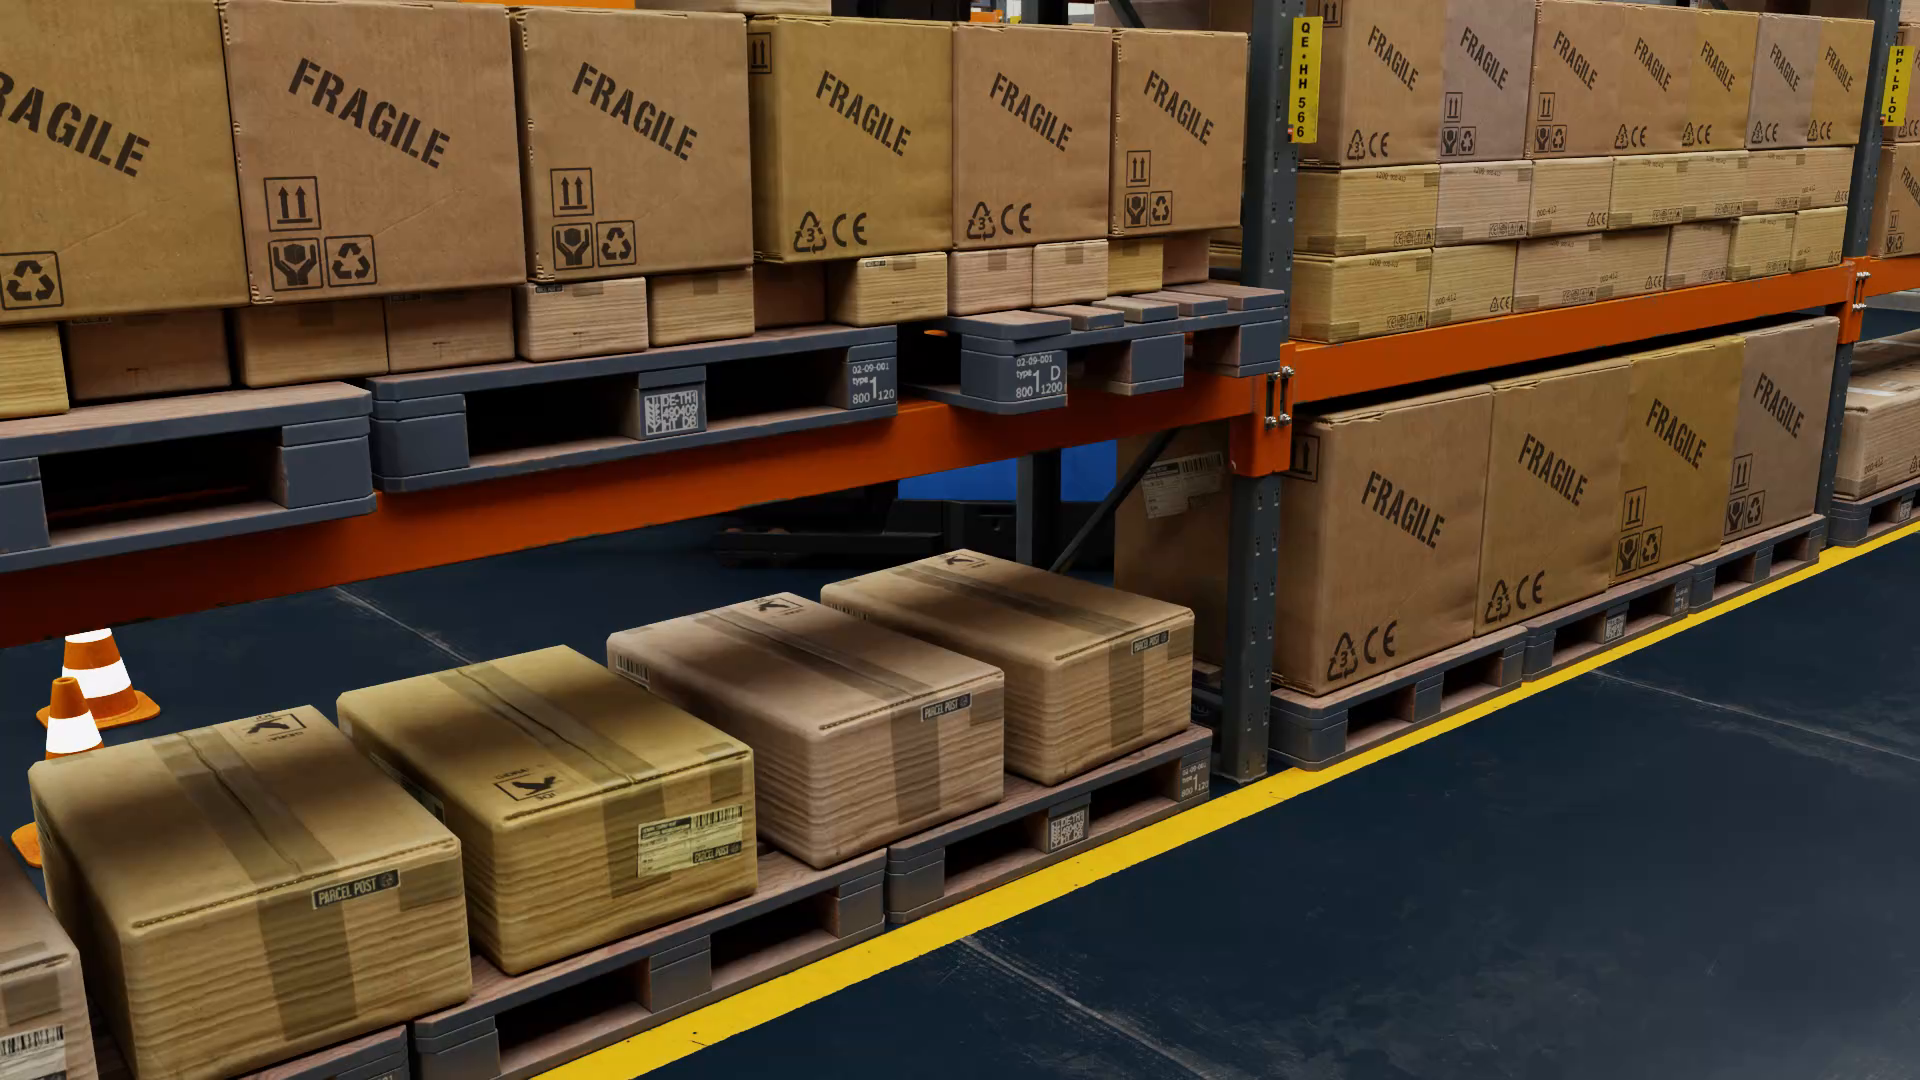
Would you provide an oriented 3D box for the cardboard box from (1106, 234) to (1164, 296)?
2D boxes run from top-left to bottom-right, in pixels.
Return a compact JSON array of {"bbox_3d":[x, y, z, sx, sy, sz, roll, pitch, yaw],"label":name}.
[{"bbox_3d":[0.312,-0.736,4.367,0.250,0.149,0.380,-12,19,-39],"label":"cardboard box"}]

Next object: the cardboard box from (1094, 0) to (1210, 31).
[{"bbox_3d":[0.778,-1.486,5.368,0.500,0.500,0.500,-13,20,-41],"label":"cardboard box"}]

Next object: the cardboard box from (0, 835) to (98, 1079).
[{"bbox_3d":[-2.064,0.839,3.074,0.625,0.372,0.950,-12,19,-39],"label":"cardboard box"}]

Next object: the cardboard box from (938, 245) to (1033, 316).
[{"bbox_3d":[-0.044,-0.644,4.021,0.250,0.149,0.380,-14,20,-42],"label":"cardboard box"}]

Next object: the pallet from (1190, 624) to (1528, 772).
[{"bbox_3d":[1.203,0.413,5.796,1.213,0.211,1.003,-13,19,-39],"label":"pallet"}]

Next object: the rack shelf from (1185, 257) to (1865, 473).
[{"bbox_3d":[2.068,-0.807,6.352,4.000,0.370,1.077,-13,19,-39],"label":"rack shelf"}]

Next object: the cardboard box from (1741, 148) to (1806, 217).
[{"bbox_3d":[3.032,-1.454,6.703,0.500,0.250,0.500,-12,19,-38],"label":"cardboard box"}]

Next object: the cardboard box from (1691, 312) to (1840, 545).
[{"bbox_3d":[3.162,-0.549,7.296,0.875,0.875,0.875,-12,19,-38],"label":"cardboard box"}]

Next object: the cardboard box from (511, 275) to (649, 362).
[{"bbox_3d":[-0.832,-0.467,3.359,0.250,0.149,0.380,-12,19,-37],"label":"cardboard box"}]

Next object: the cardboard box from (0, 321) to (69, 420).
[{"bbox_3d":[-1.640,-0.292,2.705,0.250,0.149,0.380,-12,19,-38],"label":"cardboard box"}]

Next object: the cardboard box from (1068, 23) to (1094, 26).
[{"bbox_3d":[0.751,-3.144,11.000,0.500,0.500,0.500,-12,19,-38],"label":"cardboard box"}]

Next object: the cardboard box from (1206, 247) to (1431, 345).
[{"bbox_3d":[1.094,-0.777,5.137,0.500,0.250,0.500,-13,20,-40],"label":"cardboard box"}]

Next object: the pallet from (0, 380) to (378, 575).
[{"bbox_3d":[-1.786,-0.146,2.858,1.213,0.211,1.003,-13,19,-39],"label":"pallet"}]

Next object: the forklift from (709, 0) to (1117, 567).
[{"bbox_3d":[-0.684,-1.433,7.434,3.031,2.935,1.130,1,15,4],"label":"forklift"}]

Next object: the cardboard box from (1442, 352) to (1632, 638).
[{"bbox_3d":[1.810,-0.243,6.151,0.875,0.875,0.875,-12,19,-39],"label":"cardboard box"}]

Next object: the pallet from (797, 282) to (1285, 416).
[{"bbox_3d":[0.092,-0.581,4.486,1.003,0.211,1.213,-13,19,-39],"label":"pallet"}]

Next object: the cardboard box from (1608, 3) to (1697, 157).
[{"bbox_3d":[2.243,-1.638,5.940,0.500,0.500,0.500,-12,19,-38],"label":"cardboard box"}]

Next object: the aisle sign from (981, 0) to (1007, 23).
[{"bbox_3d":[0.340,-5.310,16.779,0.004,0.787,0.394,-13,19,-39],"label":"aisle sign"}]

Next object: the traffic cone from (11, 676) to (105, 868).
[{"bbox_3d":[-2.442,0.605,4.588,0.334,0.463,0.336,-13,19,-39],"label":"traffic cone"}]

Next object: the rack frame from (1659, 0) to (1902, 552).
[{"bbox_3d":[3.577,-1.493,7.528,0.127,3.000,1.000,-13,19,-39],"label":"rack frame"}]

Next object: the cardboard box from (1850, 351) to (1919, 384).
[{"bbox_3d":[4.796,-0.696,8.692,0.875,0.438,0.875,-13,20,-41],"label":"cardboard box"}]

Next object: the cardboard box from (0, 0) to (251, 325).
[{"bbox_3d":[-1.539,-0.641,2.755,0.500,0.500,0.500,-13,19,-39],"label":"cardboard box"}]

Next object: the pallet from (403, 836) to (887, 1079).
[{"bbox_3d":[-0.951,0.869,4.087,1.213,0.211,1.003,-13,19,-39],"label":"pallet"}]

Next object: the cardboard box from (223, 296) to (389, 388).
[{"bbox_3d":[-1.255,-0.391,3.073,0.250,0.149,0.380,-12,19,-39],"label":"cardboard box"}]

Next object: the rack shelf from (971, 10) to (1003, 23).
[{"bbox_3d":[-1.420,-4.863,15.725,4.000,0.370,1.077,-13,19,-39],"label":"rack shelf"}]

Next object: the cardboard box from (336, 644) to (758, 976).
[{"bbox_3d":[-1.001,0.599,3.974,0.625,0.372,0.950,-12,19,-38],"label":"cardboard box"}]

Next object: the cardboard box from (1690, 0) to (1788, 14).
[{"bbox_3d":[3.600,-2.452,7.729,0.250,0.149,0.380,-13,20,-40],"label":"cardboard box"}]

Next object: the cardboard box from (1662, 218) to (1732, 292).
[{"bbox_3d":[2.626,-1.128,6.451,0.500,0.250,0.500,-13,20,-41],"label":"cardboard box"}]

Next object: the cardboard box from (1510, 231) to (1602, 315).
[{"bbox_3d":[1.869,-0.955,5.804,0.500,0.250,0.500,-12,19,-38],"label":"cardboard box"}]

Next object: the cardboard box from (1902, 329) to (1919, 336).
[{"bbox_3d":[6.162,-1.005,9.850,0.875,0.438,0.875,-14,20,-41],"label":"cardboard box"}]

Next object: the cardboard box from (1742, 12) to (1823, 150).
[{"bbox_3d":[3.019,-1.811,6.586,0.500,0.500,0.500,-12,19,-38],"label":"cardboard box"}]

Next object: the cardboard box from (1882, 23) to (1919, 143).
[{"bbox_3d":[4.095,-2.058,7.511,0.500,0.500,0.500,-12,19,-39],"label":"cardboard box"}]

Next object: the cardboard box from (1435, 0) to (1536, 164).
[{"bbox_3d":[1.460,-1.469,5.305,0.500,0.500,0.500,-13,19,-39],"label":"cardboard box"}]

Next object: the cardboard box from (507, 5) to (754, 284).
[{"bbox_3d":[-0.776,-0.812,3.392,0.500,0.500,0.500,-14,20,-42],"label":"cardboard box"}]

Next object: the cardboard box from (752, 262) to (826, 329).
[{"bbox_3d":[-0.515,-0.576,3.769,0.250,0.149,0.380,-12,19,-39],"label":"cardboard box"}]

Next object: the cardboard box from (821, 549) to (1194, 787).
[{"bbox_3d":[0.126,0.345,4.925,0.625,0.372,0.950,-14,21,-43],"label":"cardboard box"}]

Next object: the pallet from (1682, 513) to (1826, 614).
[{"bbox_3d":[3.044,-0.001,7.343,1.213,0.211,1.003,-13,19,-39],"label":"pallet"}]

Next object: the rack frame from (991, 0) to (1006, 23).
[{"bbox_3d":[0.089,-4.100,17.287,0.127,3.000,1.000,-13,19,-39],"label":"rack frame"}]

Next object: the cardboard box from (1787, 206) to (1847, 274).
[{"bbox_3d":[3.404,-1.296,7.079,0.500,0.250,0.500,-13,20,-41],"label":"cardboard box"}]

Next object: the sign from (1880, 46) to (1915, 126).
[{"bbox_3d":[3.940,-1.910,6.999,0.005,0.325,0.100,-13,19,-39],"label":"sign"}]

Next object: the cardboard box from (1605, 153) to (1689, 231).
[{"bbox_3d":[2.270,-1.275,6.033,0.500,0.250,0.500,-12,19,-38],"label":"cardboard box"}]

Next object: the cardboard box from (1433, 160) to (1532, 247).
[{"bbox_3d":[1.494,-1.110,5.414,0.500,0.250,0.500,-12,19,-38],"label":"cardboard box"}]

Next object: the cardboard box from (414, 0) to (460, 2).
[{"bbox_3d":[-1.119,-1.061,3.070,0.250,0.149,0.380,-11,19,-36],"label":"cardboard box"}]

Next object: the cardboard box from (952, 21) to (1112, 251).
[{"bbox_3d":[0.016,-0.990,4.059,0.500,0.500,0.500,-13,20,-40],"label":"cardboard box"}]

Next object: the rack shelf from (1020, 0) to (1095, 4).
[{"bbox_3d":[1.760,-3.880,12.046,4.000,0.370,1.077,-13,19,-39],"label":"rack shelf"}]
